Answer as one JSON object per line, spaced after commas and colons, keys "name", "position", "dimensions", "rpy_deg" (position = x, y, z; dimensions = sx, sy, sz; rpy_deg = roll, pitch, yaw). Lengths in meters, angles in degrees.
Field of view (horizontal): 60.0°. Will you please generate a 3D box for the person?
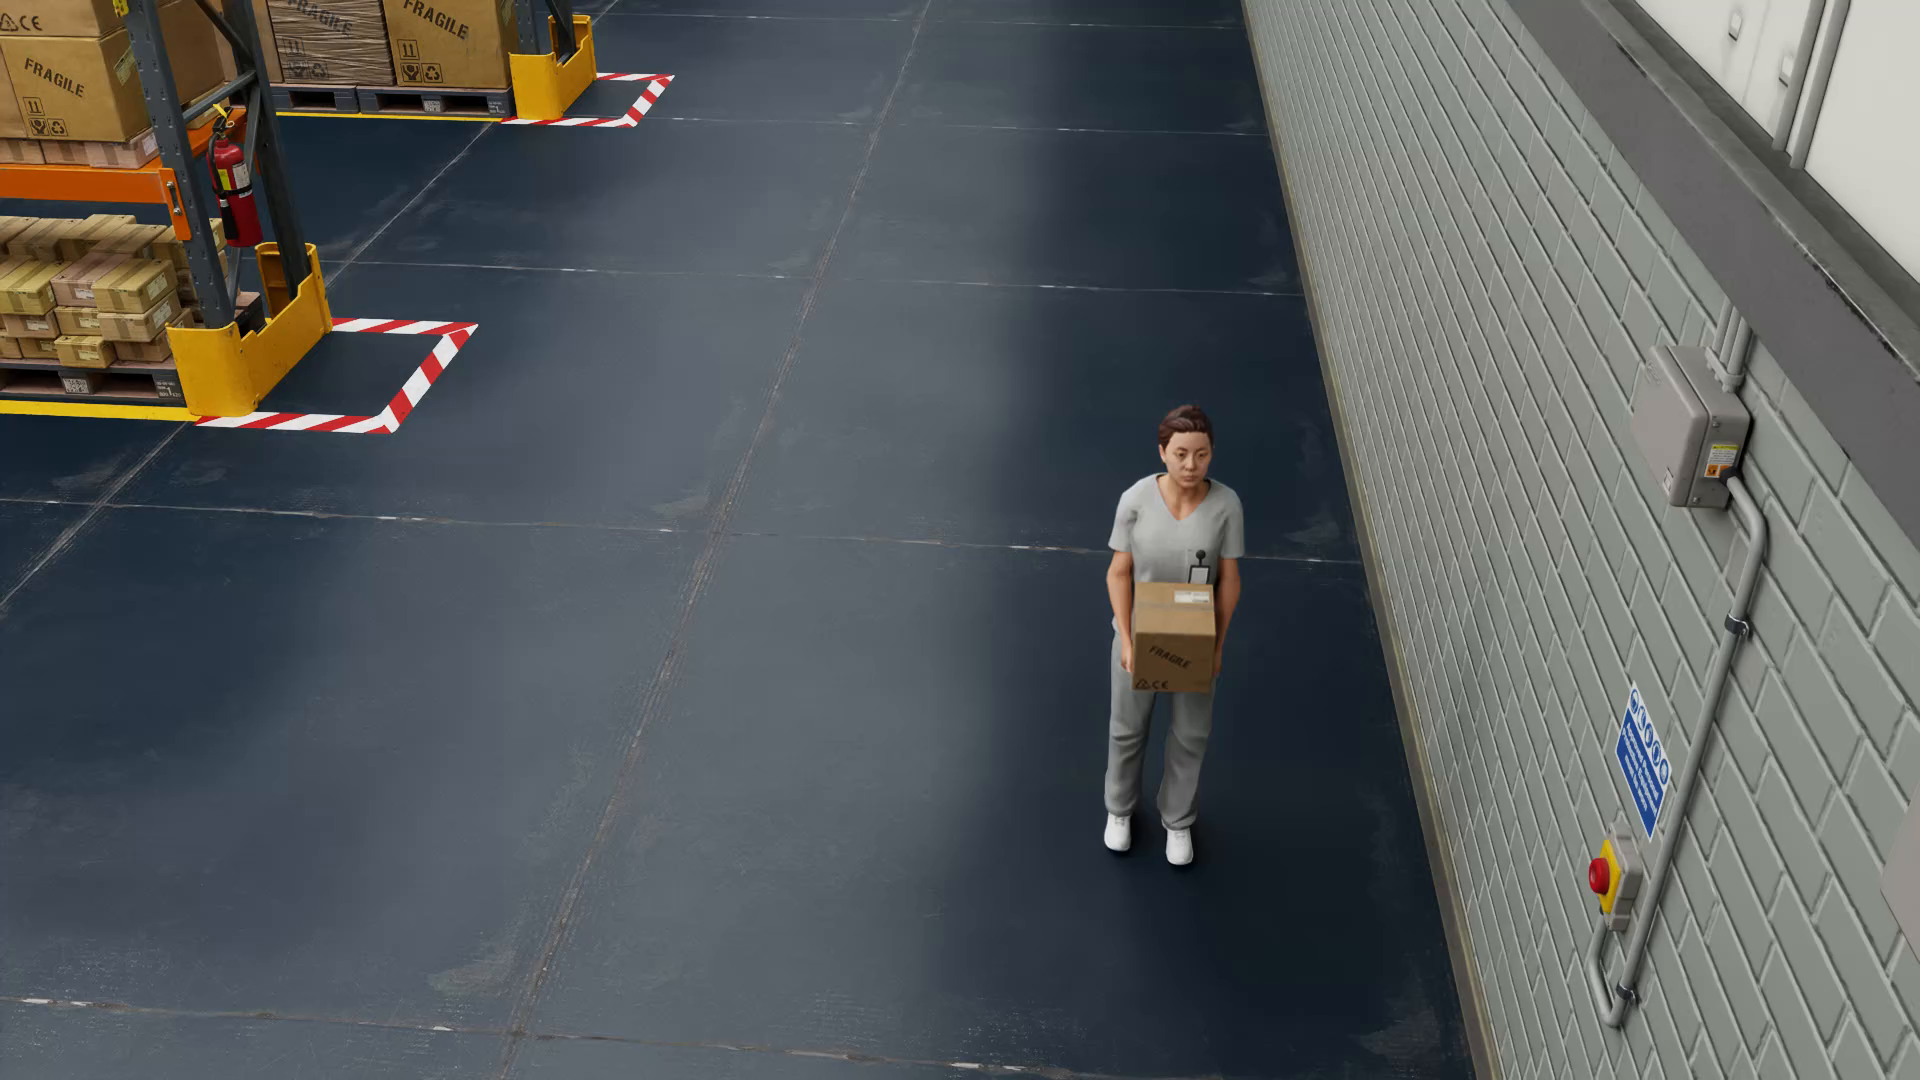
{"name": "person", "position": [0.702, 0.360, 5.569], "dimensions": [0.445, 1.667, 0.548], "rpy_deg": [2, 32, 4]}
